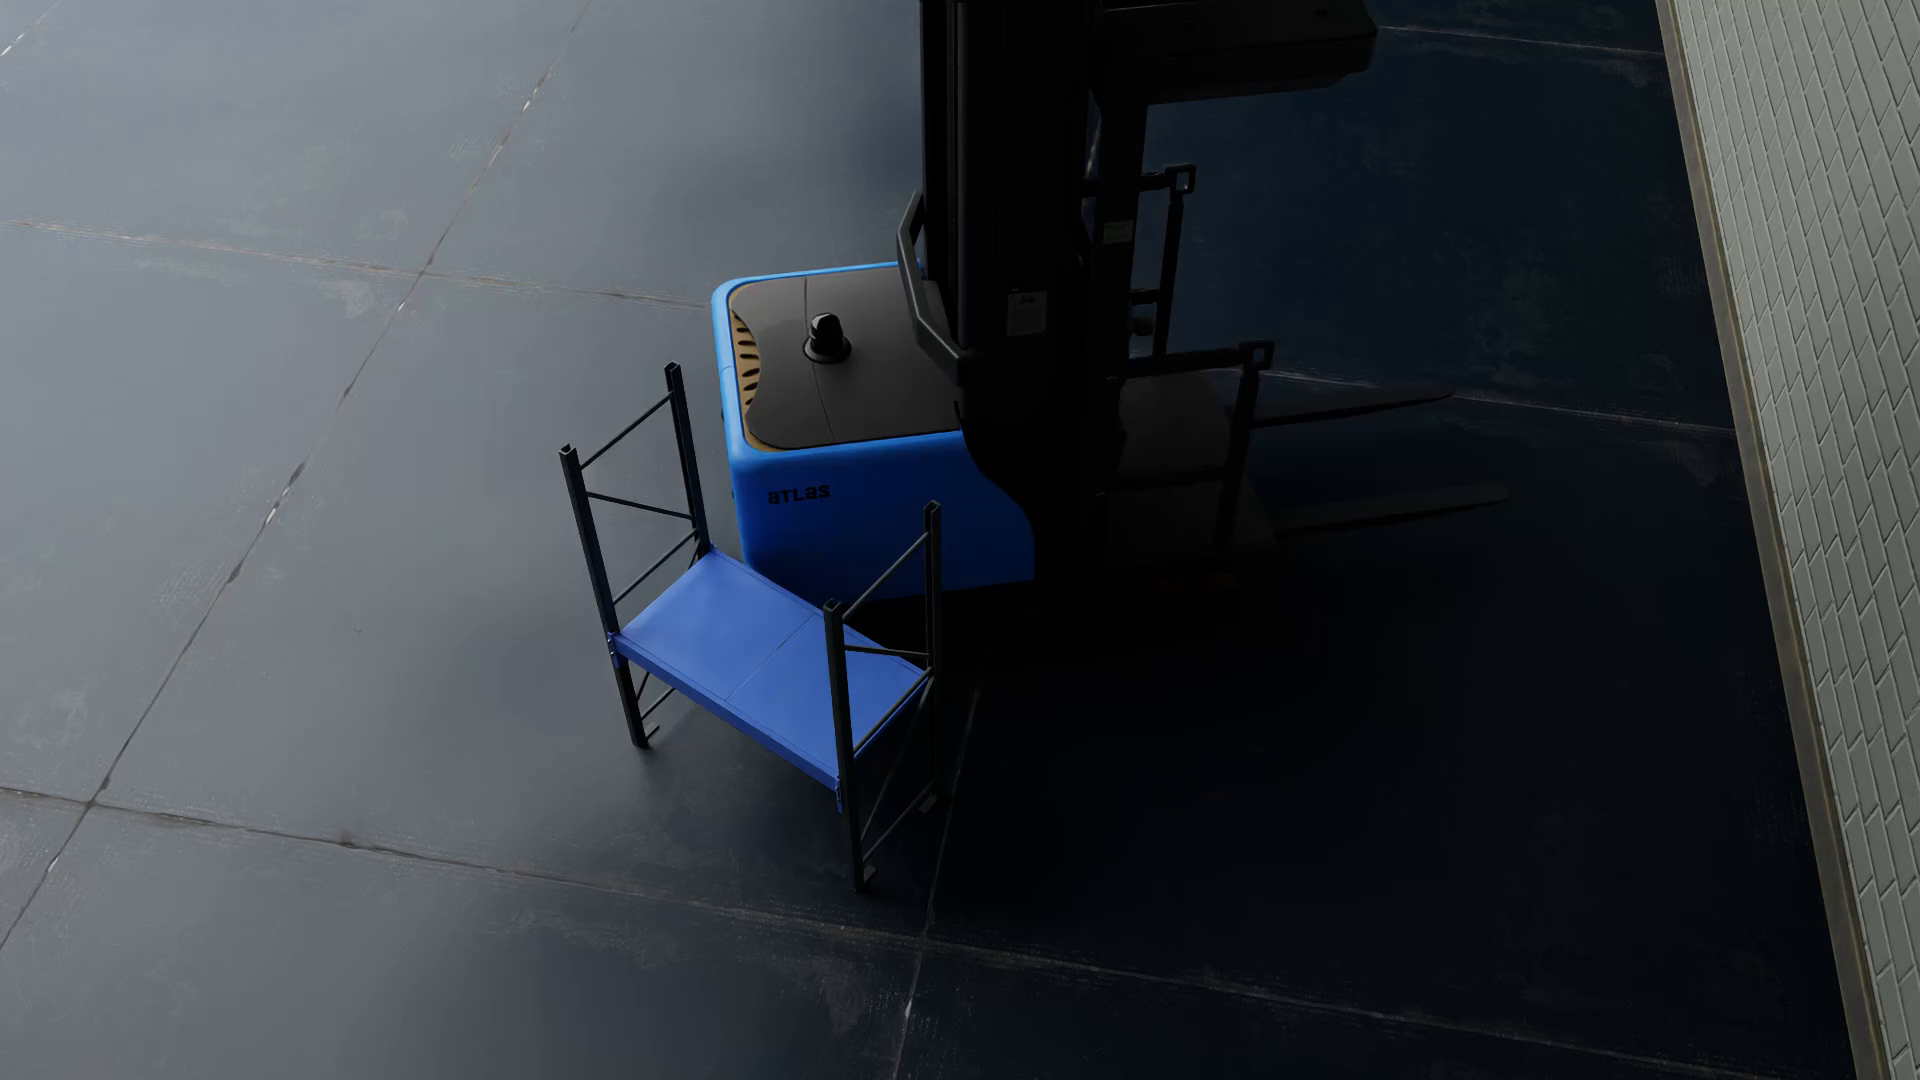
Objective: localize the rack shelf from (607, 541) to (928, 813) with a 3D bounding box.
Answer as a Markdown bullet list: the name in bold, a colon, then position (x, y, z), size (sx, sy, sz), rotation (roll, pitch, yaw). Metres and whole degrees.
- **rack shelf**: position (-0.625, 0.437, 5.563), size (1.000, 0.185, 0.538), rotation (29, 54, 23)

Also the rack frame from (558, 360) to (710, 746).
- **rack frame**: position (-1.035, 0.093, 5.630), size (0.032, 1.500, 0.500), rotation (29, 54, 23)

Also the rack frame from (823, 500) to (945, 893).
- **rack frame**: position (-0.215, 0.541, 5.228), size (0.032, 1.500, 0.500), rotation (29, 54, 23)

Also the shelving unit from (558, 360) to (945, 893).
- **shelving unit**: position (-0.625, 0.317, 5.429), size (1.048, 1.500, 0.538), rotation (29, 54, 23)

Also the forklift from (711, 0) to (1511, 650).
- **forklift**: position (0.634, -1.056, 5.700), size (3.031, 2.935, 1.130), rotation (-7, 48, -7)
